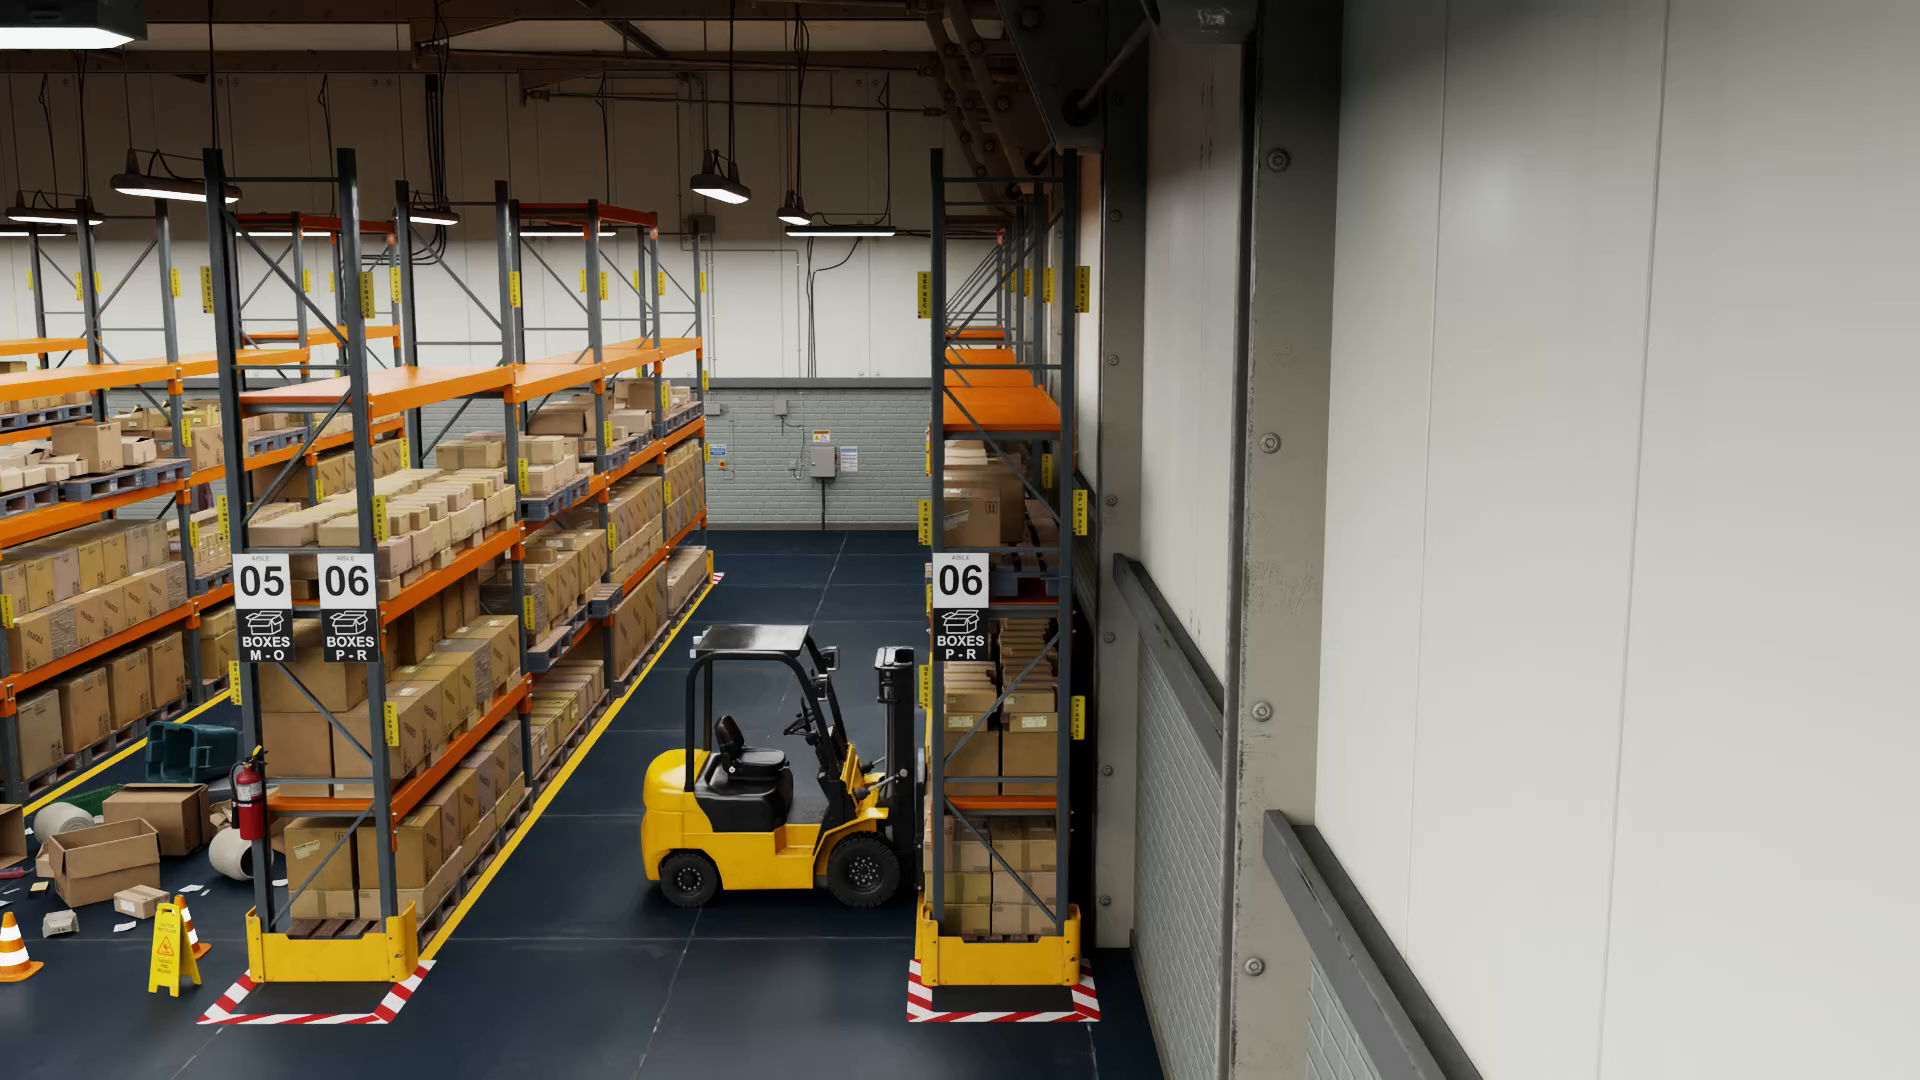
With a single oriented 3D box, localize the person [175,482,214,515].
[{"bbox_3d":[-14.011,-0.576,30.449,0.648,1.707,1.191,-4,10,-26],"label":"person"}]
